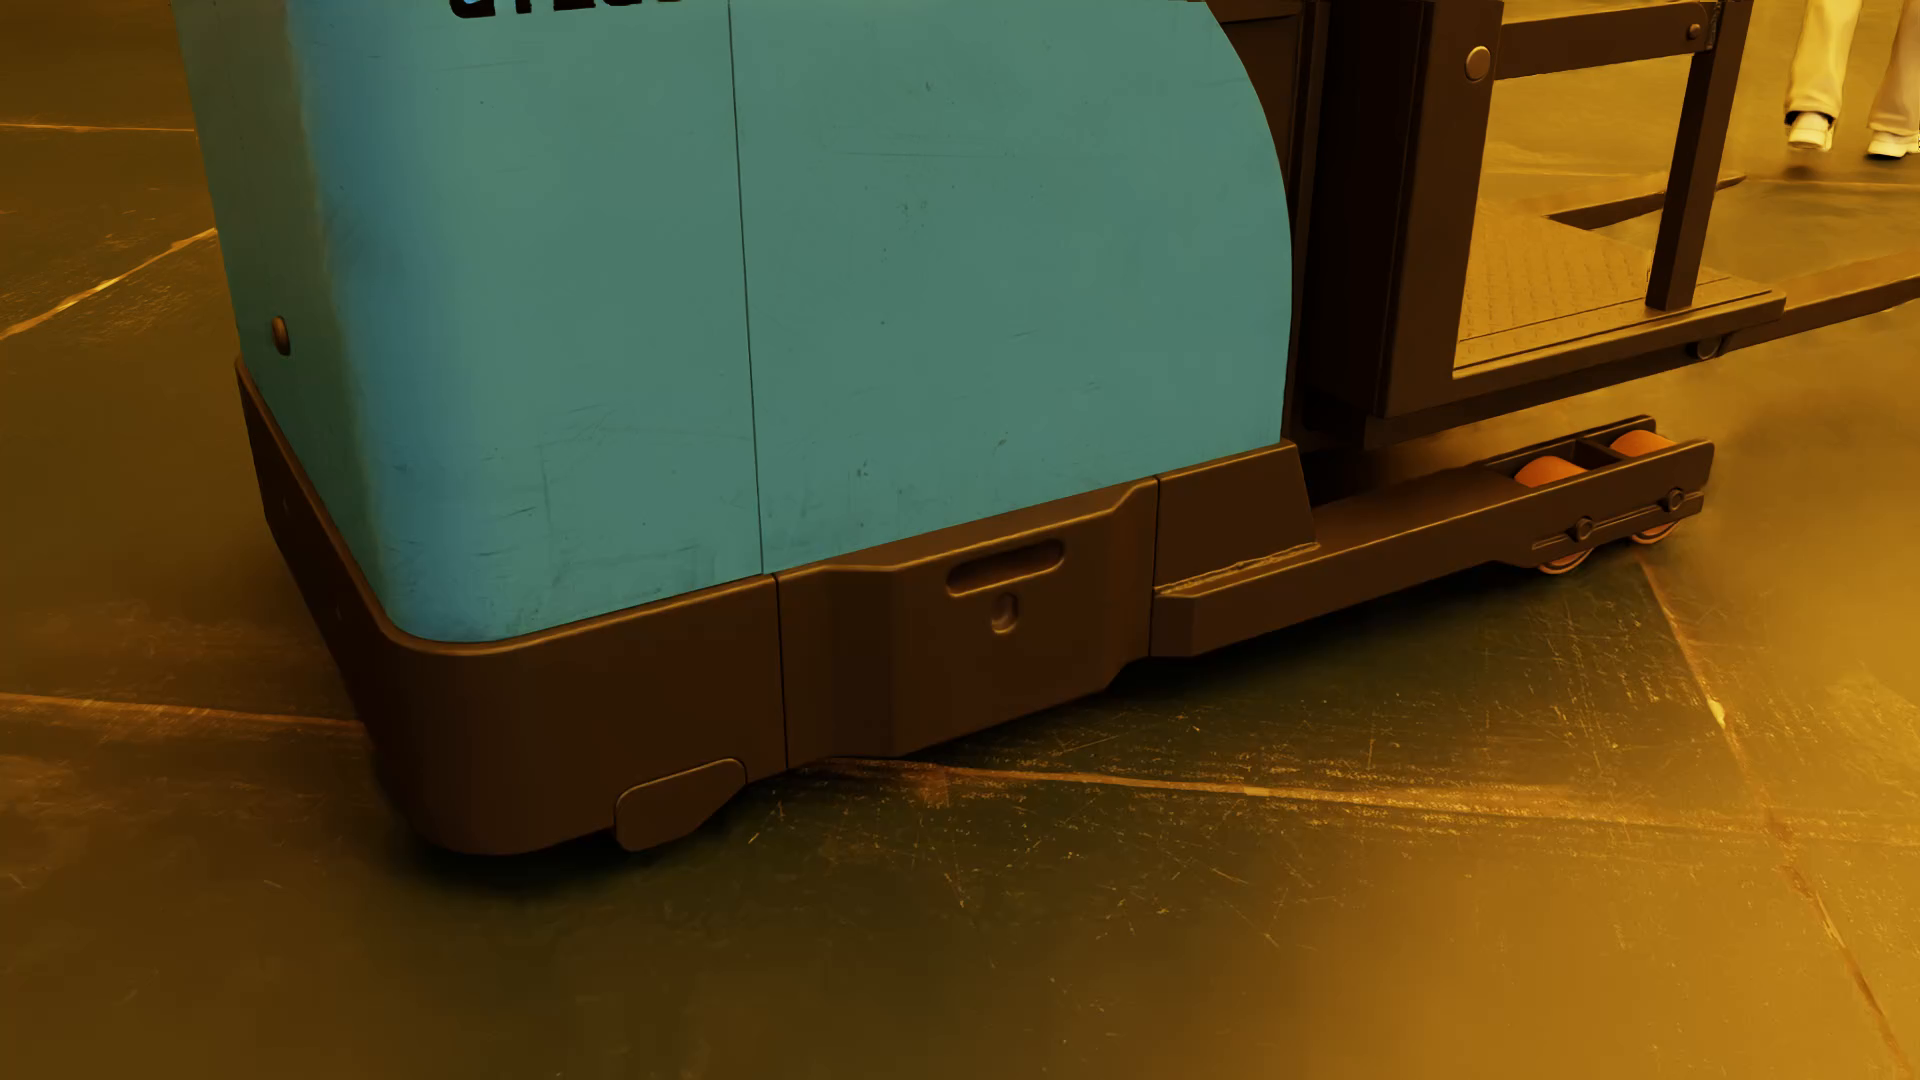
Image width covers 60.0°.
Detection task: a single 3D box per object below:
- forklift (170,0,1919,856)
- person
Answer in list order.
[{"bbox_3d":[0.526,-1.451,2.124,3.031,2.935,1.130,-15,30,-27],"label":"forklift"},{"bbox_3d":[2.501,-1.794,4.255,0.823,1.659,0.720,17,31,31],"label":"person"}]
